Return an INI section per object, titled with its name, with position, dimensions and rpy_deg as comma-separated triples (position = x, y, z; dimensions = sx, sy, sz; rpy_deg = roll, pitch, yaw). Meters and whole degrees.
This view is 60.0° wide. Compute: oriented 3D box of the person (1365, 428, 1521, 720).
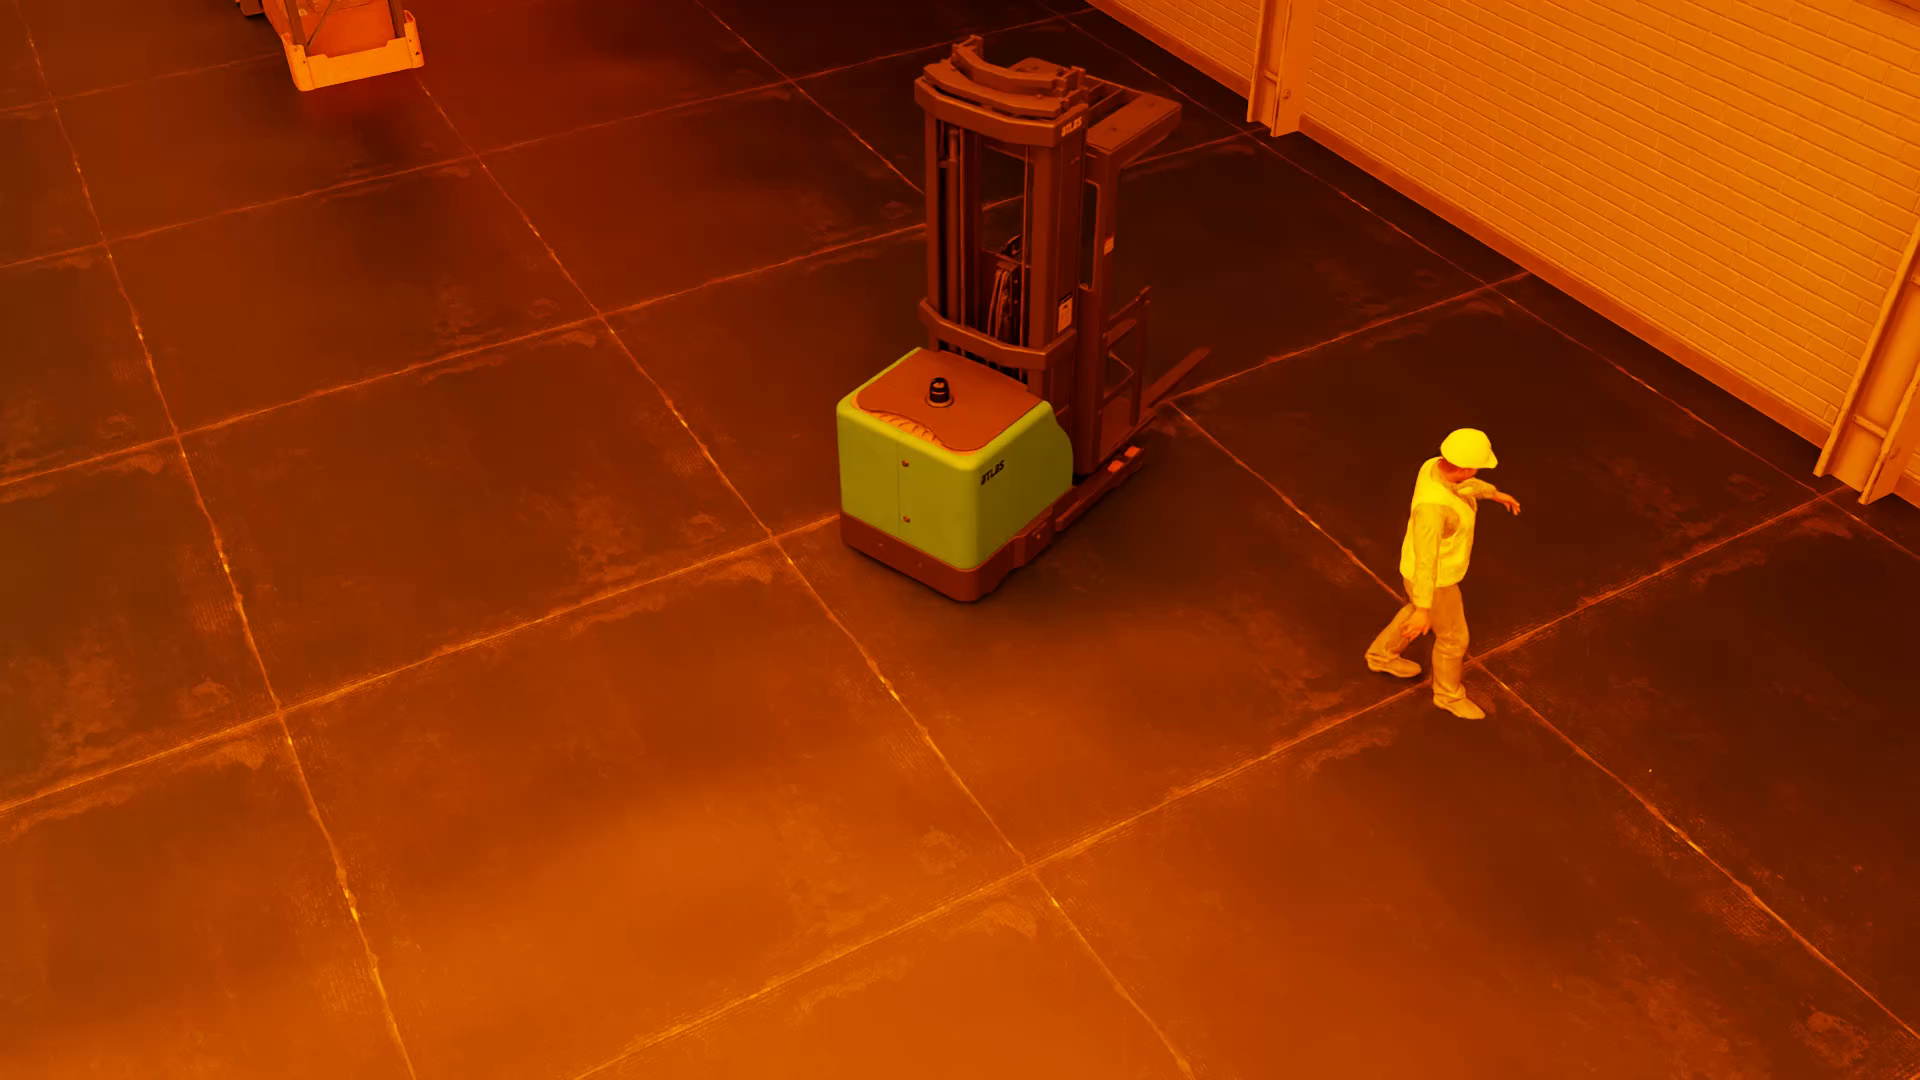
[person]
position = 2.598, 0.180, 8.776
dimensions = 0.695, 1.774, 0.974
rpy_deg = 12, 41, 14

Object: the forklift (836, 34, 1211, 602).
[forklift]
position = 0.562, -1.650, 10.026
dimensions = 1.130, 2.935, 3.031
rpy_deg = 26, 46, 28
